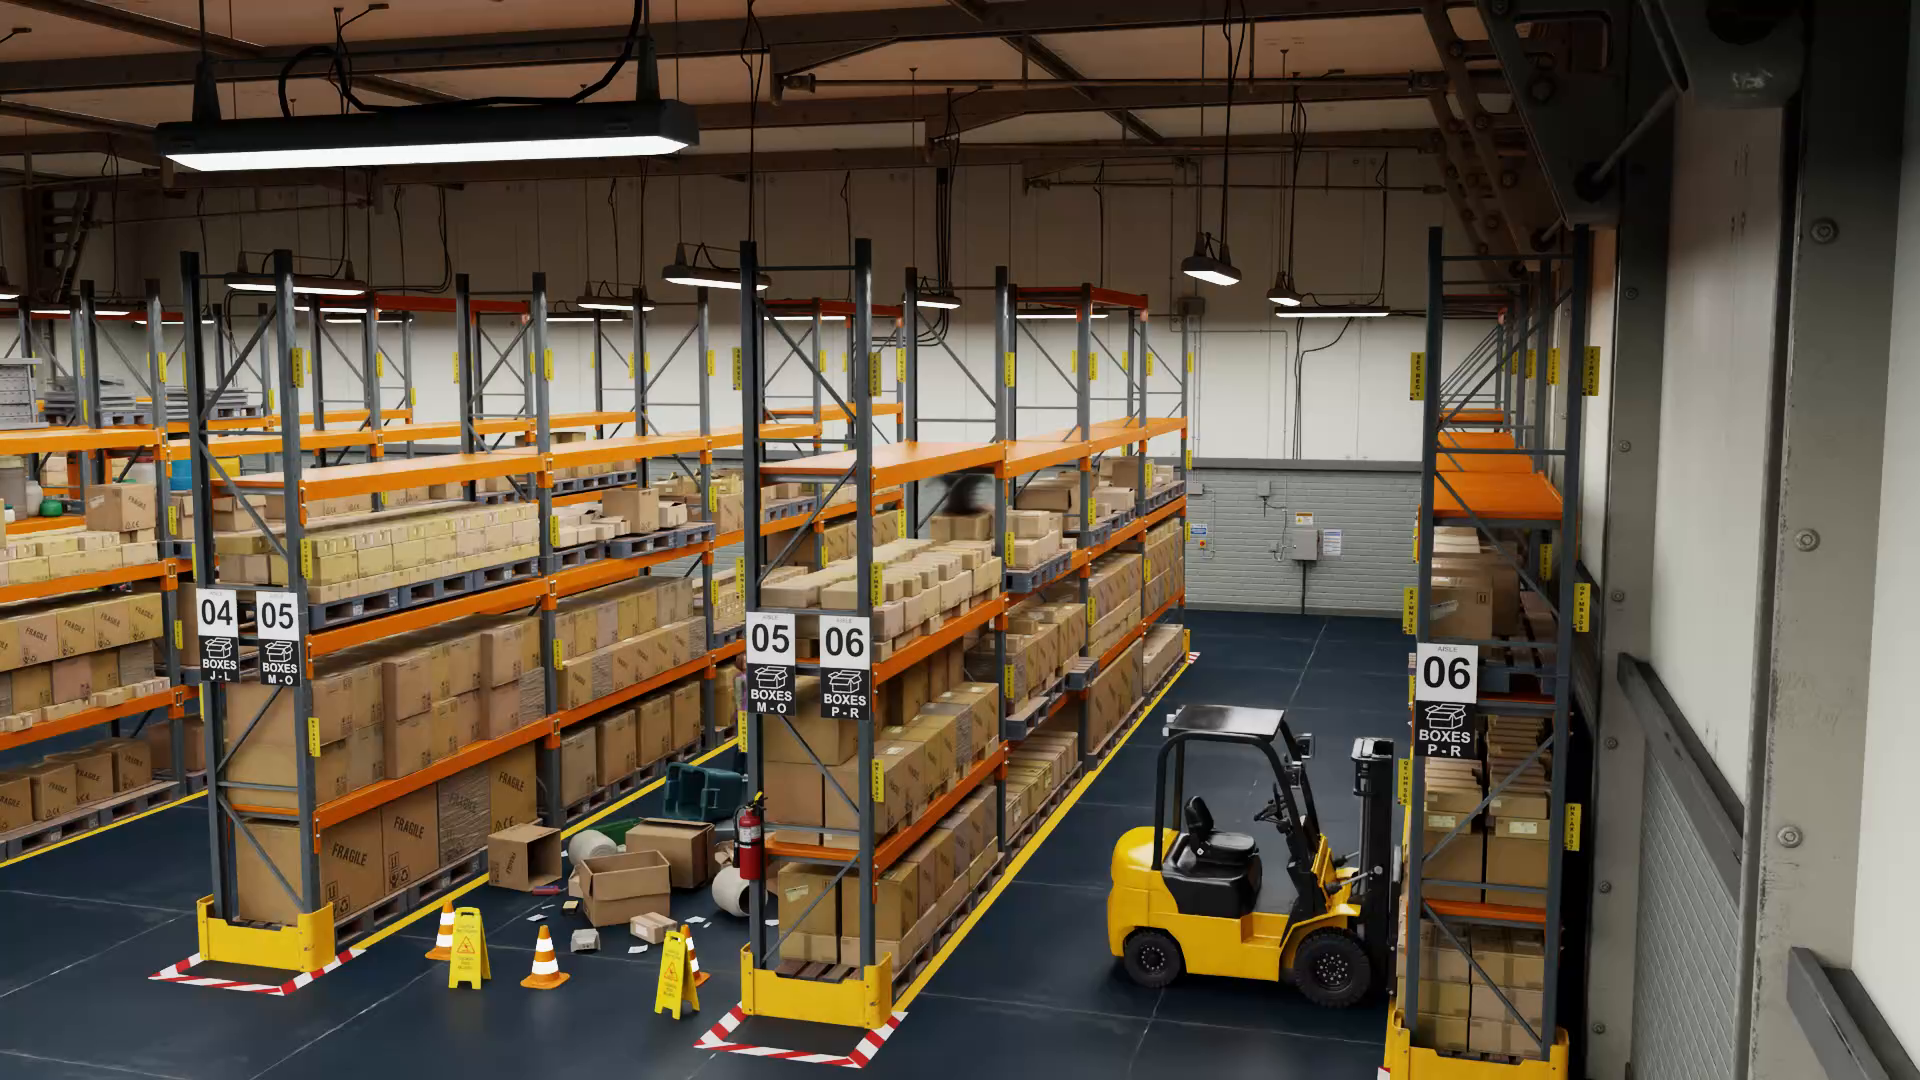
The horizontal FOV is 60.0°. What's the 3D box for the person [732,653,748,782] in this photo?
[{"bbox_3d":[-2.502,2.155,19.979,0.531,1.590,0.483,1,6,5],"label":"person"}]
